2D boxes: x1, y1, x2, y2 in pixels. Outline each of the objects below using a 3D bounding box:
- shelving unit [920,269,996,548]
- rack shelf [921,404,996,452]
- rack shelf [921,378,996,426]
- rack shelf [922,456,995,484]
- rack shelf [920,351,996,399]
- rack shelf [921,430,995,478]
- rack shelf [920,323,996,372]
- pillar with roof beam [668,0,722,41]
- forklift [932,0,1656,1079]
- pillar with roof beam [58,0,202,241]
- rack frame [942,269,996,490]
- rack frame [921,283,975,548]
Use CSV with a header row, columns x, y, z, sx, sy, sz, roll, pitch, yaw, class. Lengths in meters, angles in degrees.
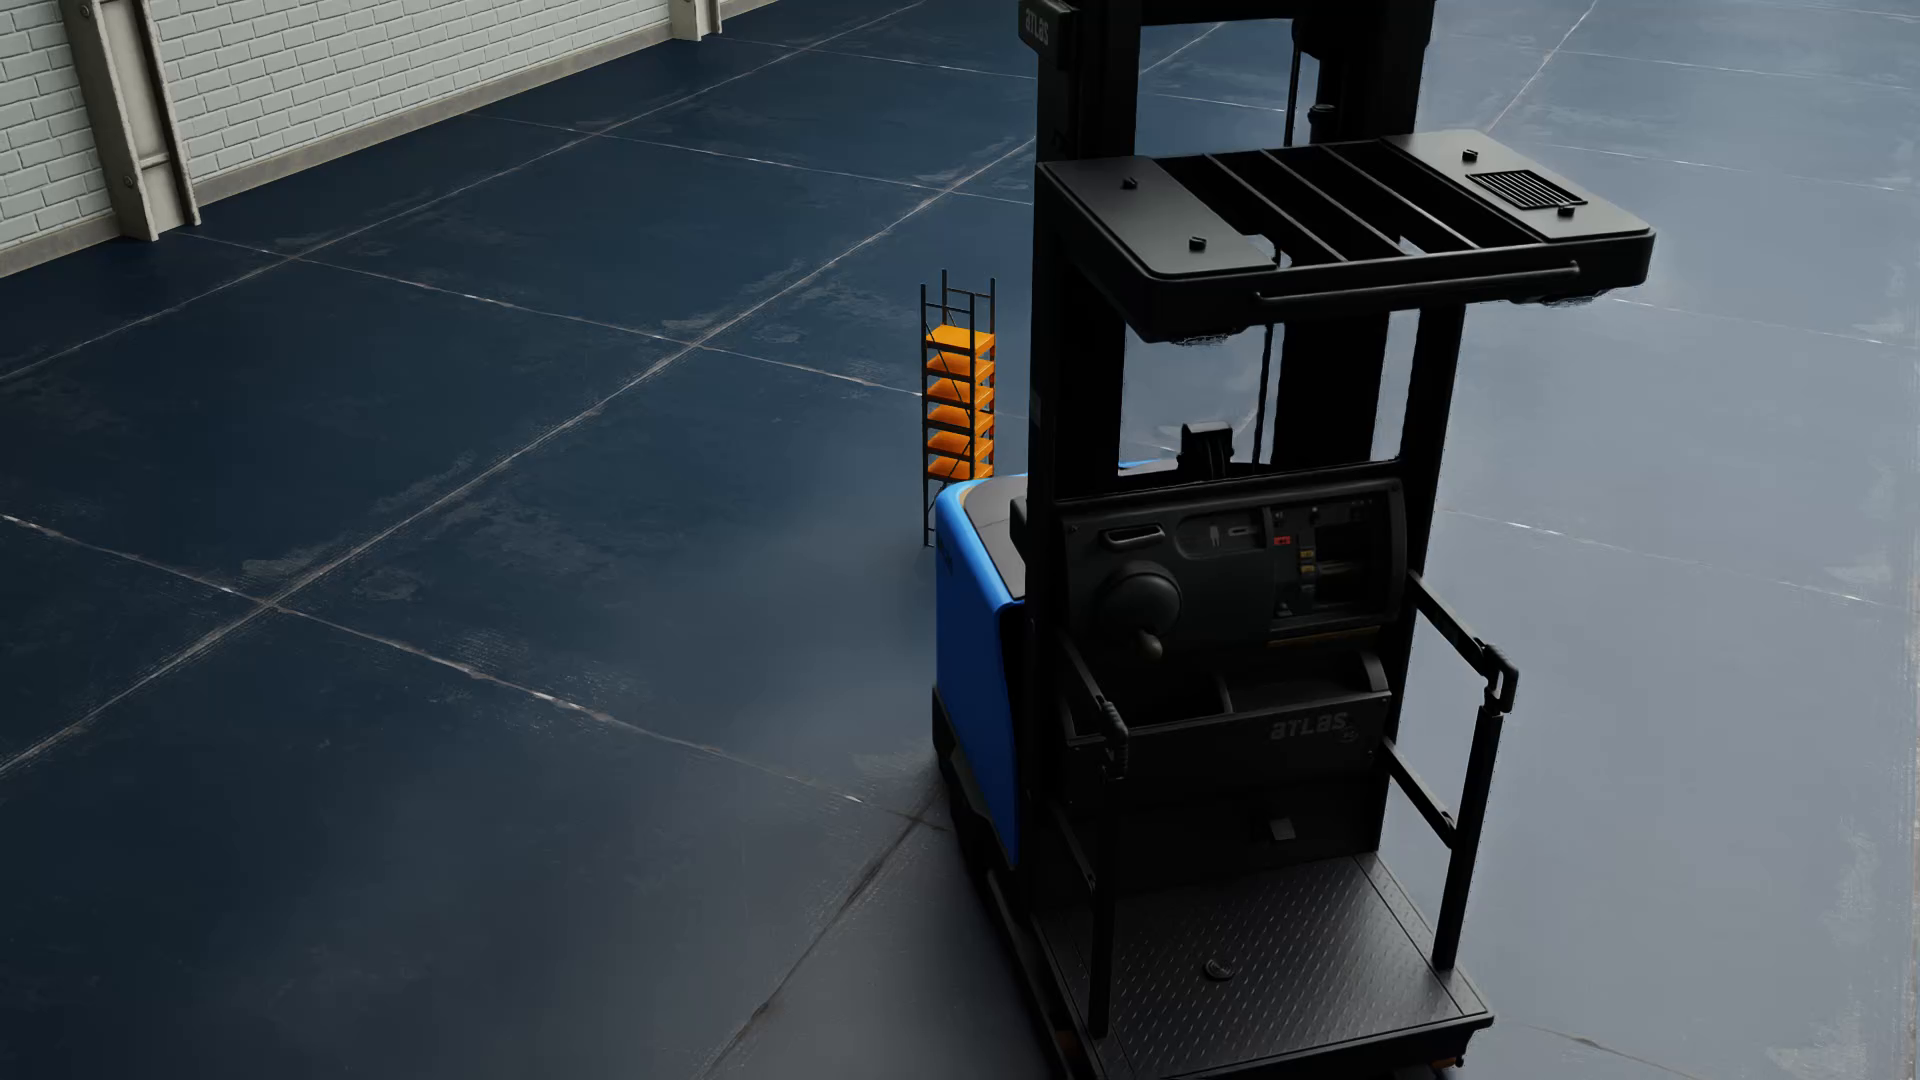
x,y,z,sx,sy,sz,roll,pitch,yaw,class
-0.007,-0.514,6.940,0.258,1.200,0.189,14,33,23,shelving unit
-0.007,-0.475,6.962,0.258,0.103,0.180,14,33,23,rack shelf
-0.007,-0.579,6.902,0.258,0.103,0.180,14,33,23,rack shelf
-0.007,-0.267,7.082,0.258,0.103,0.180,14,33,23,rack shelf
-0.007,-0.683,6.843,0.258,0.103,0.180,14,33,23,rack shelf
-0.007,-0.371,7.022,0.258,0.103,0.180,14,33,23,rack shelf
-0.007,-0.788,6.783,0.258,0.103,0.180,14,33,23,rack shelf
1.393,-7.602,11.451,9.100,9.000,0.400,14,33,23,pillar with roof beam
0.768,0.124,4.090,1.130,2.935,3.031,-7,31,-13,forklift
-1.340,-4.942,6.819,9.100,9.000,0.400,14,33,23,pillar with roof beam
0.035,-0.554,7.011,0.240,1.200,0.006,14,33,23,rack frame
-0.048,-0.473,6.869,0.240,1.200,0.006,14,33,23,rack frame
